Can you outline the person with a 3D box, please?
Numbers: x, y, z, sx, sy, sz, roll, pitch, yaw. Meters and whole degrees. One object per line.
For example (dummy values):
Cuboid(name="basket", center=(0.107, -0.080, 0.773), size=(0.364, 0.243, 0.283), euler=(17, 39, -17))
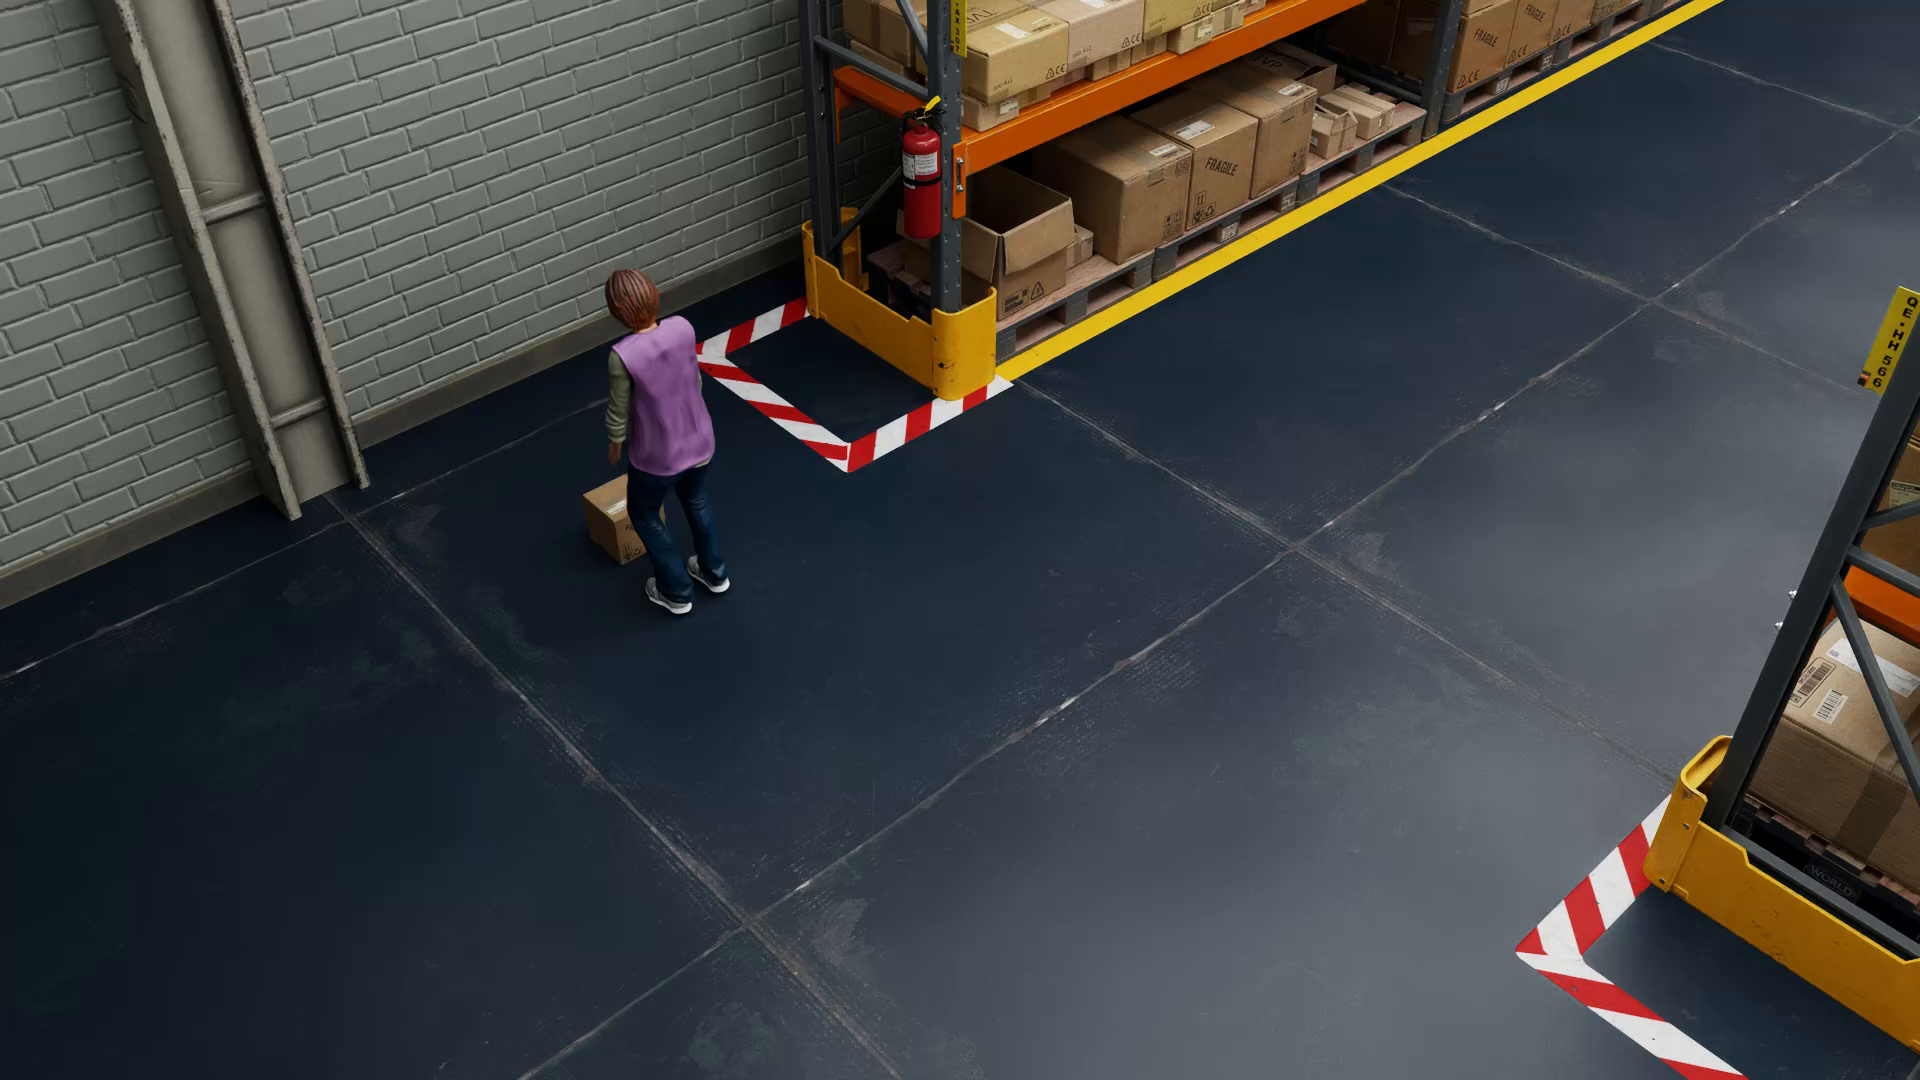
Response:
Cuboid(name="person", center=(-1.185, -0.353, 6.630), size=(0.426, 1.544, 0.382), euler=(-29, 48, -30))
